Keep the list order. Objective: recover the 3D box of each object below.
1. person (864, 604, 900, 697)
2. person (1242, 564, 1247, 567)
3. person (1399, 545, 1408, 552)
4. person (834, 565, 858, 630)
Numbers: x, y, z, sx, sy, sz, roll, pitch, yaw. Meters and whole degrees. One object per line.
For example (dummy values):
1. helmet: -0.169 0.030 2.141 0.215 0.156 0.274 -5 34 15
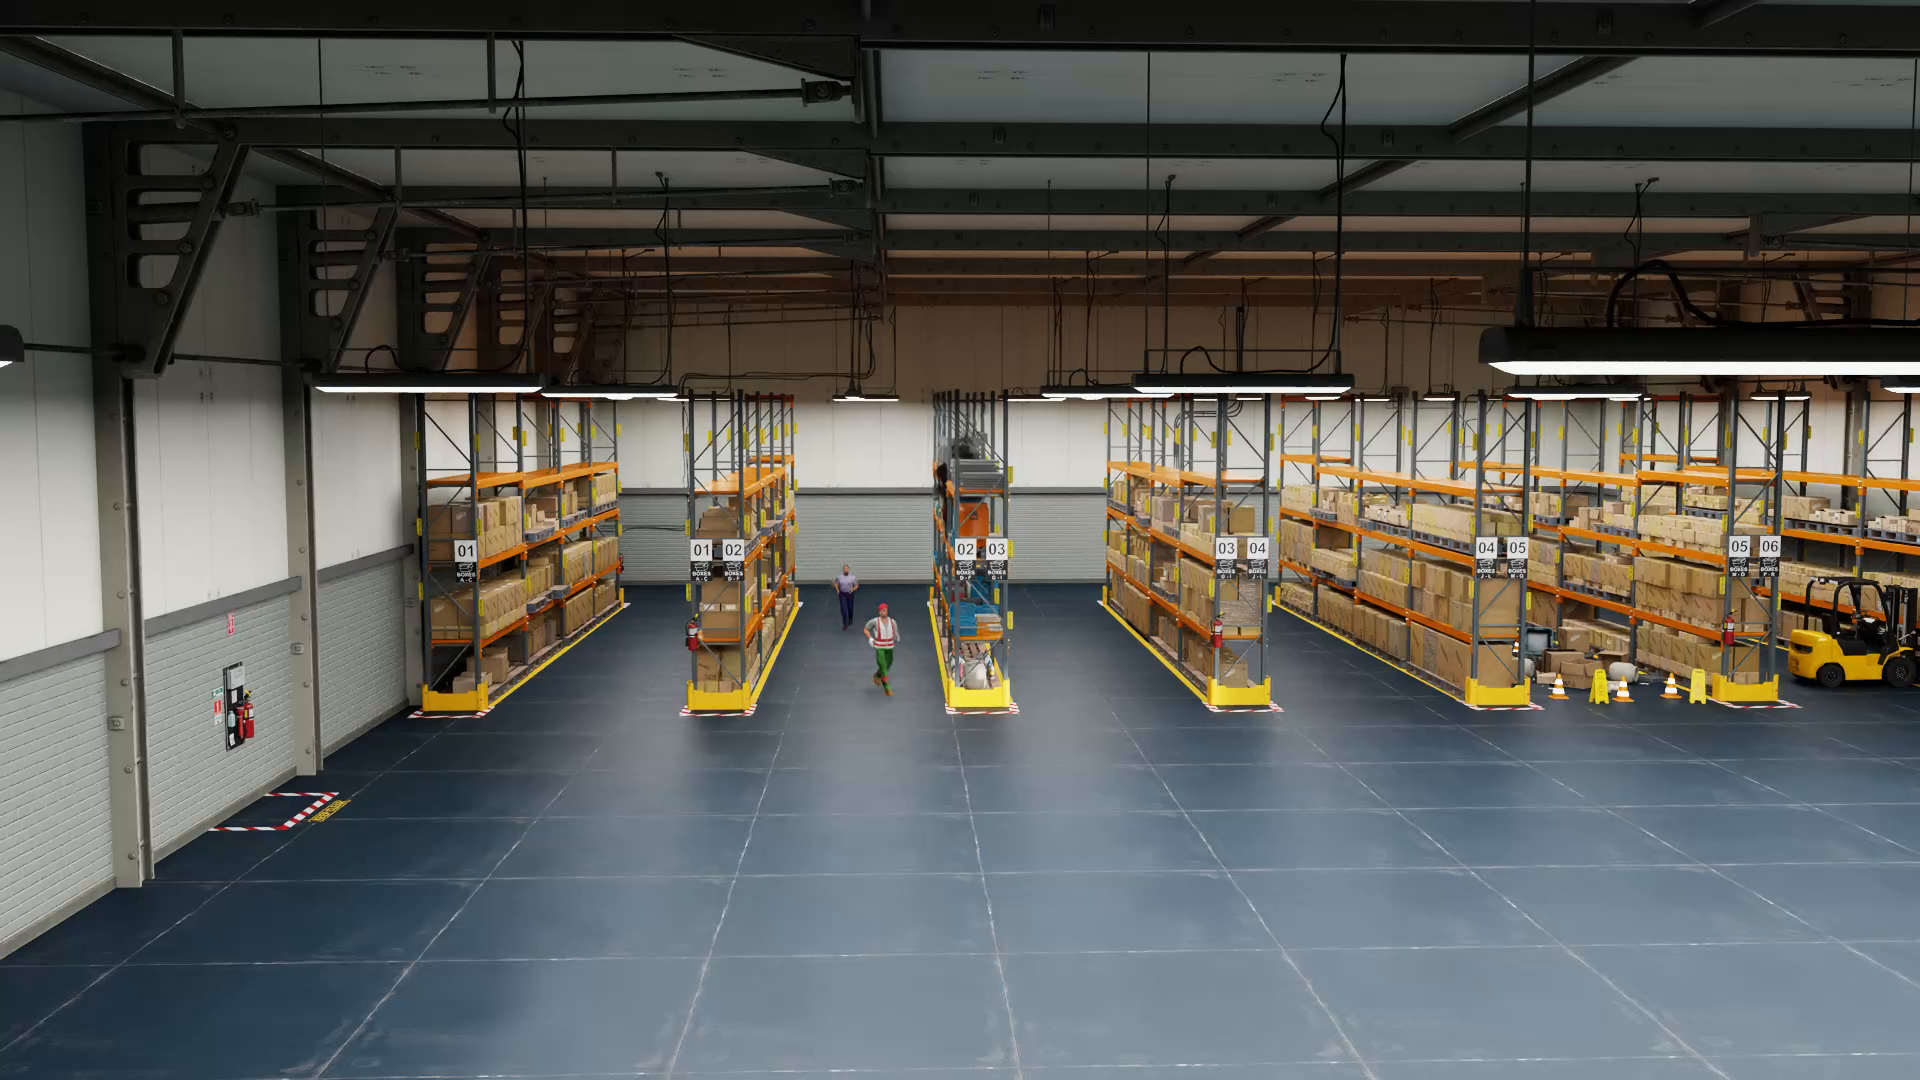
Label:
1. person: -1.519 2.149 32.865 0.656 1.792 0.981 -2 5 -28
2. person: 7.910 1.108 46.872 0.700 1.596 0.746 1 5 12
3. person: 12.971 0.833 49.260 0.955 1.720 0.660 -1 5 -15
4. person: -2.911 1.453 42.477 0.613 1.640 0.726 0 5 -5
